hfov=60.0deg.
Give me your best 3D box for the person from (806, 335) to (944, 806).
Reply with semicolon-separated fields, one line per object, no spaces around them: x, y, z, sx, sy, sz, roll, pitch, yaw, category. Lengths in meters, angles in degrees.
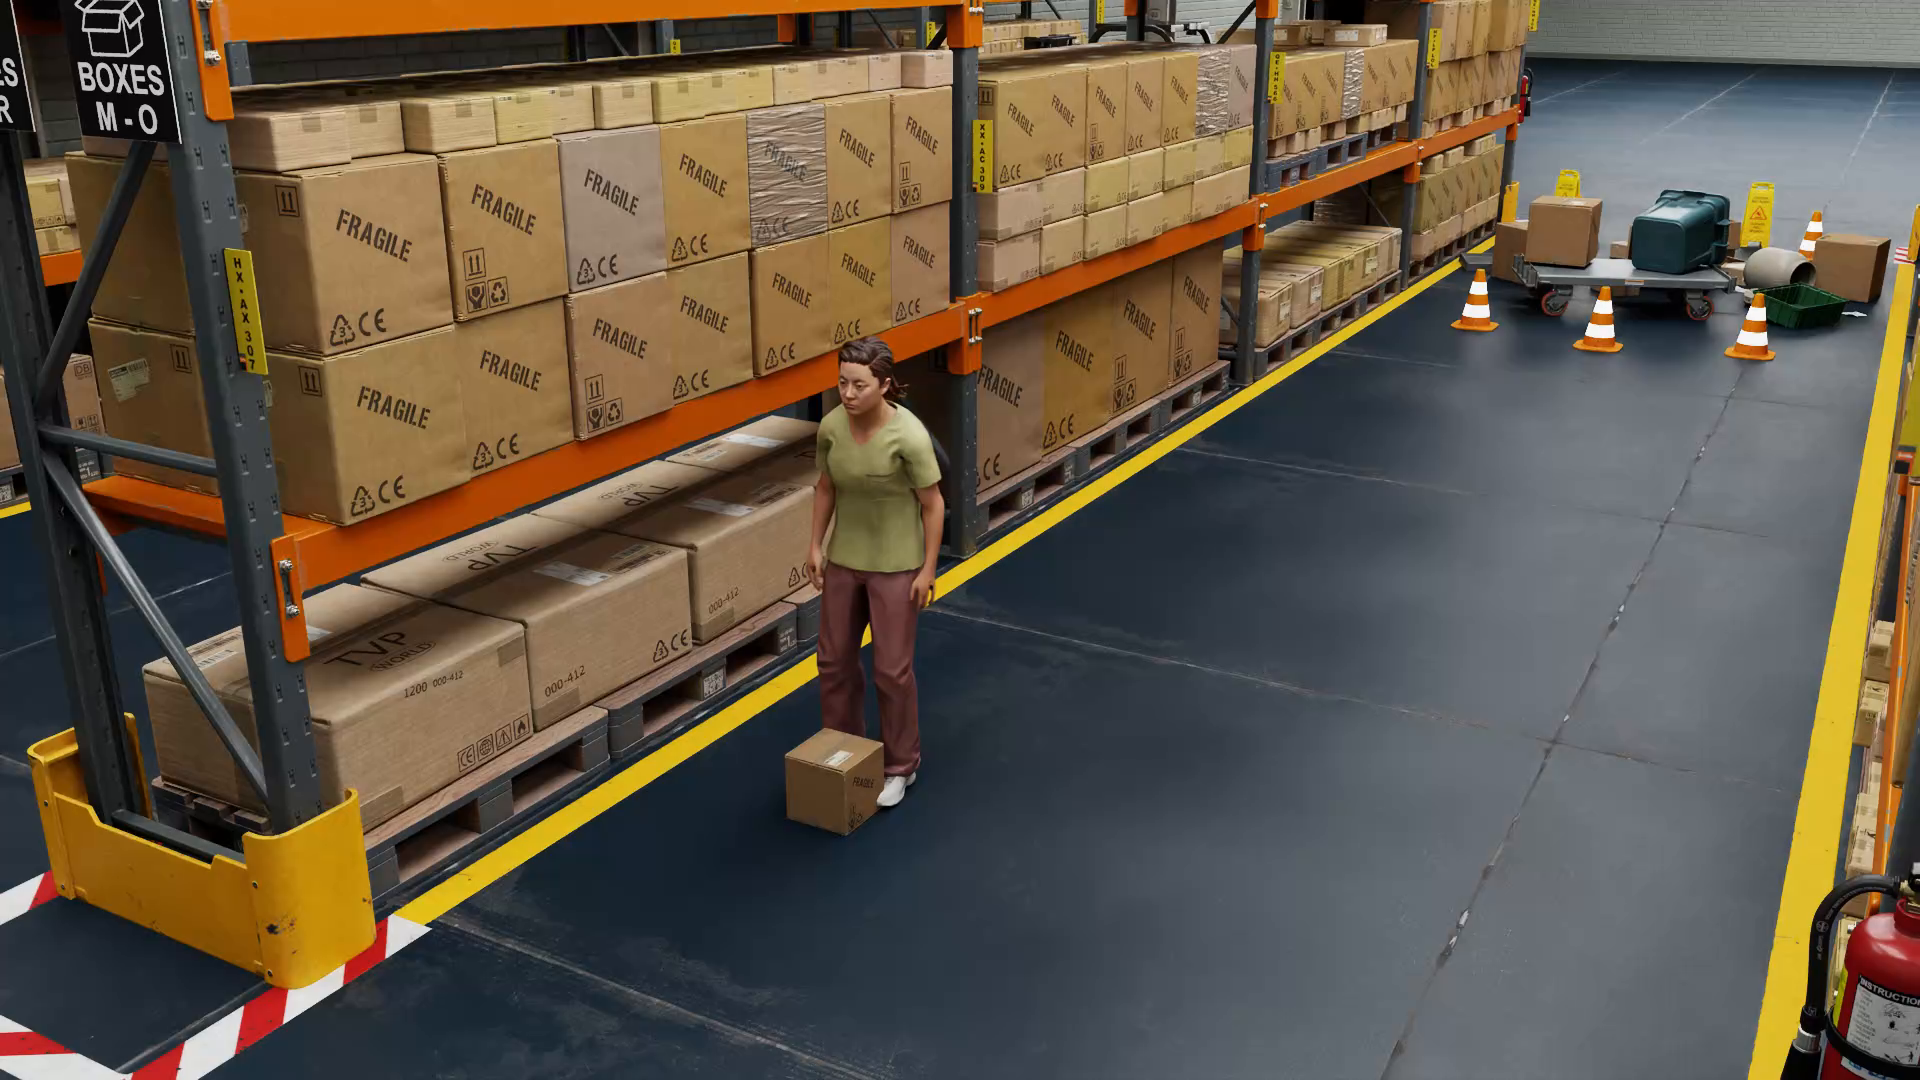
-0.312;0.102;5.783;0.519;1.673;0.356;10;22;26;person
